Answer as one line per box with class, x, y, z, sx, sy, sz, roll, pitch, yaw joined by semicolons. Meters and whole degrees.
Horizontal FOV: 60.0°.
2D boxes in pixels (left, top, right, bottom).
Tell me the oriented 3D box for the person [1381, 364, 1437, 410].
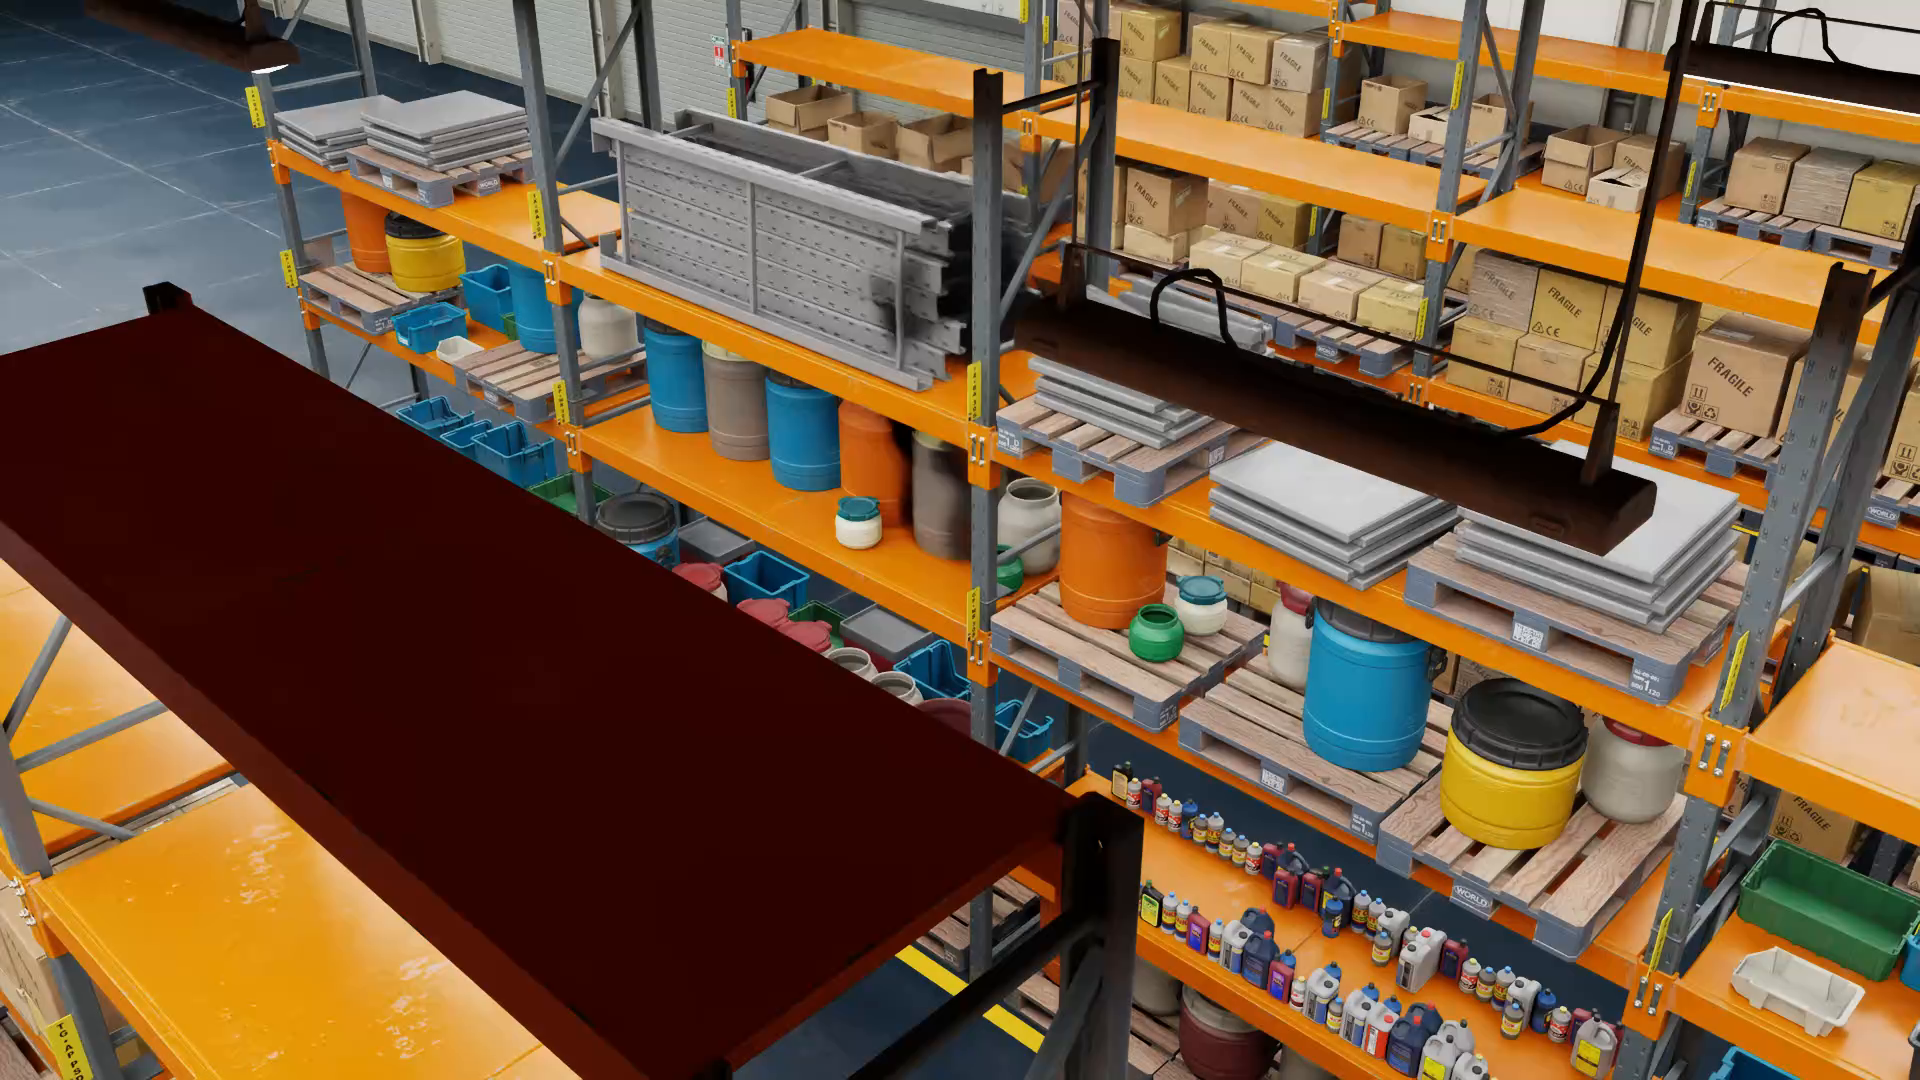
person;4.376;-1.012;16.200;0.966;1.782;0.659;17;34;28
